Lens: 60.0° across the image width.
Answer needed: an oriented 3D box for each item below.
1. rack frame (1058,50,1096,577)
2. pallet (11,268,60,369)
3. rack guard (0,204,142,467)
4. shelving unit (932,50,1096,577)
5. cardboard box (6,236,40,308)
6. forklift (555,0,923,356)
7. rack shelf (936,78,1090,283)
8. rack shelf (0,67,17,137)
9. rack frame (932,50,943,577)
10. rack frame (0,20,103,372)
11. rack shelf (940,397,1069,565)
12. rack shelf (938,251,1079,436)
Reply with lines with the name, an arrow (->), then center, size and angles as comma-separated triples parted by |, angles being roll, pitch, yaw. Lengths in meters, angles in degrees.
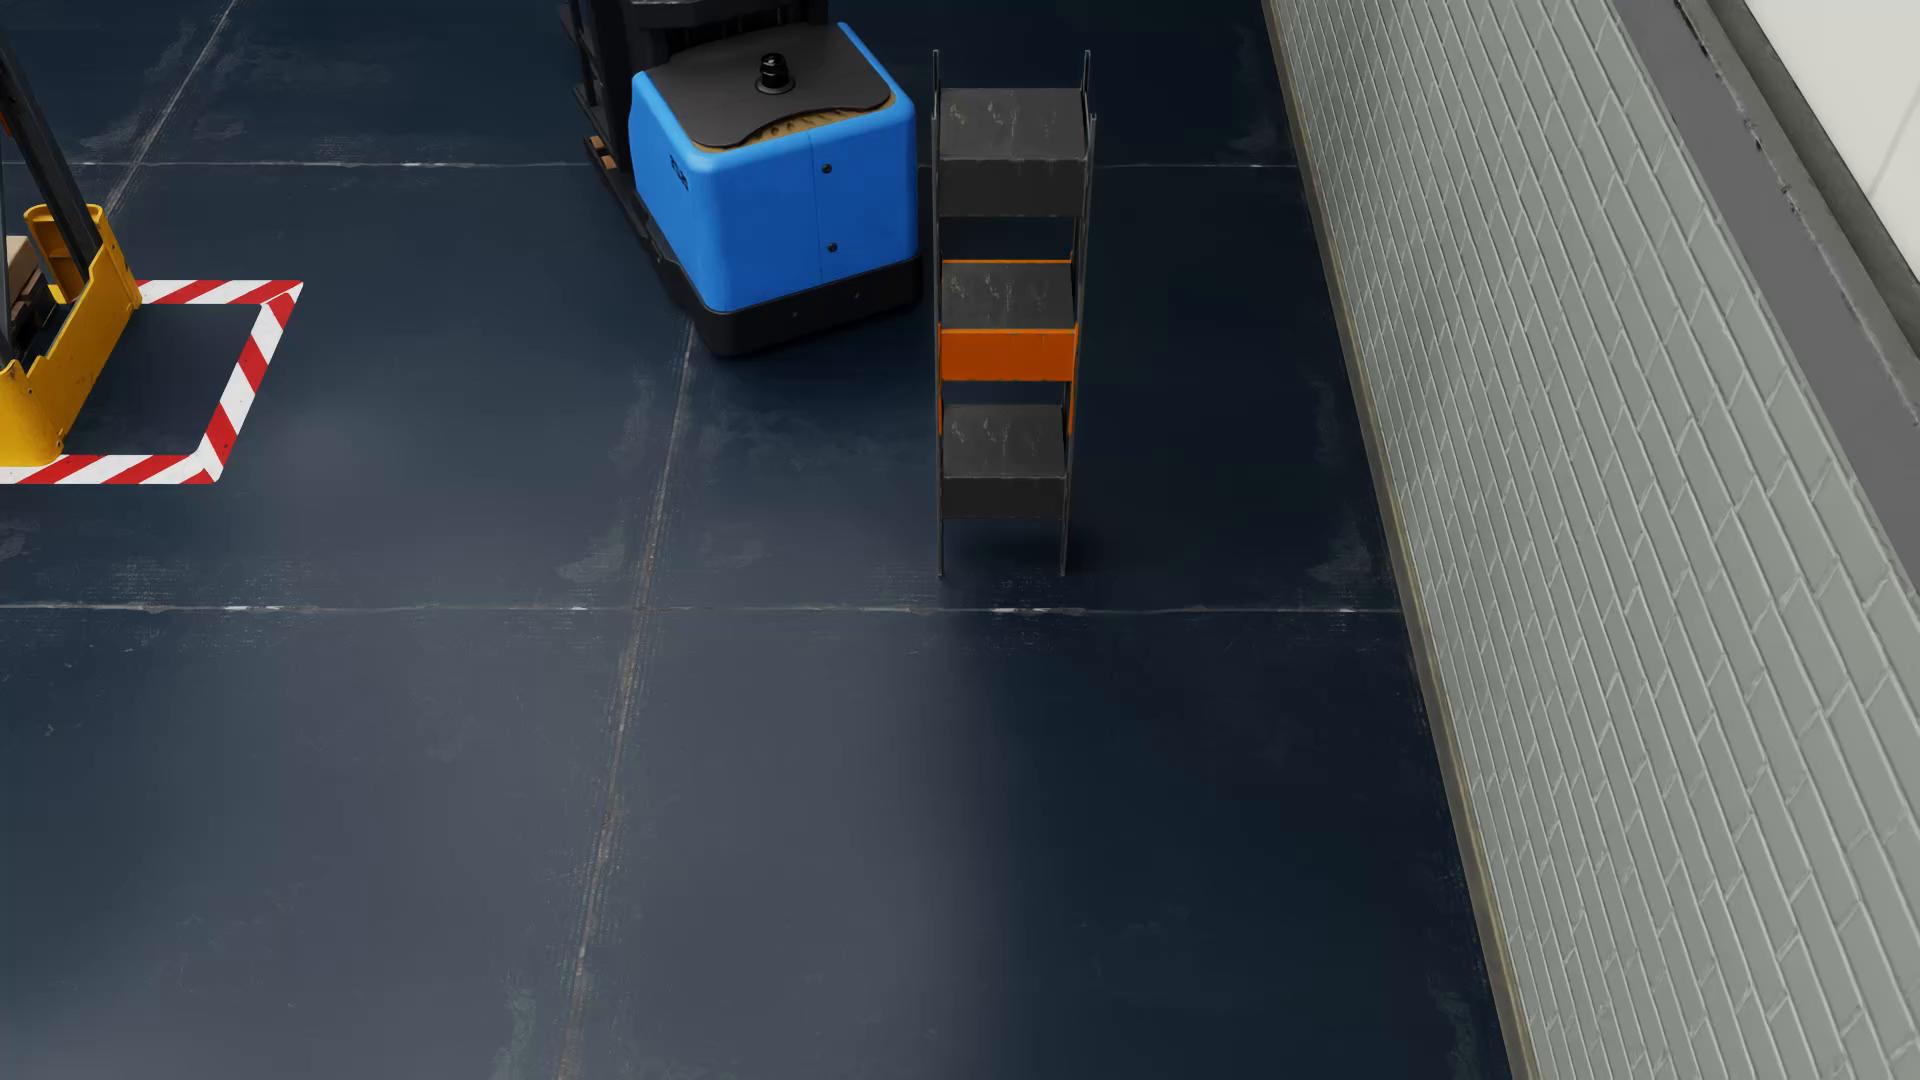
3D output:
rack frame -> 0.410, -0.714, 5.980 | 0.015, 2.100, 0.400 | 0, 47, 0
pallet -> -4.805, -0.812, 7.362 | 1.213, 0.211, 1.003 | 0, 47, 0
rack guard -> -4.007, -0.910, 7.255 | 0.348, 0.500, 1.175 | 0, 47, 0
shelving unit -> 0.166, -0.715, 5.981 | 0.503, 2.100, 0.431 | 0, 47, 0
cardboard box -> -4.349, -1.192, 7.458 | 0.250, 0.149, 0.380 | 0, 47, 0
forklift -> -1.269, -2.908, 7.454 | 1.130, 2.935, 3.031 | -20, 50, -17
rack shelf -> 0.166, -1.183, 5.479 | 0.480, 0.518, 0.431 | 0, 47, 0
rack shelf -> -5.931, -1.521, 6.608 | 4.000, 0.370, 1.077 | 0, 47, 0
rack frame -> -0.078, -0.716, 5.982 | 0.015, 2.100, 0.400 | 0, 47, 0
rack frame -> -3.931, -1.761, 6.340 | 0.127, 3.000, 1.000 | 0, 47, 0
rack shelf -> 0.166, -0.229, 6.503 | 0.480, 0.518, 0.431 | 0, 47, 0
rack shelf -> 0.166, -0.706, 5.991 | 0.480, 0.518, 0.431 | 0, 47, 0
